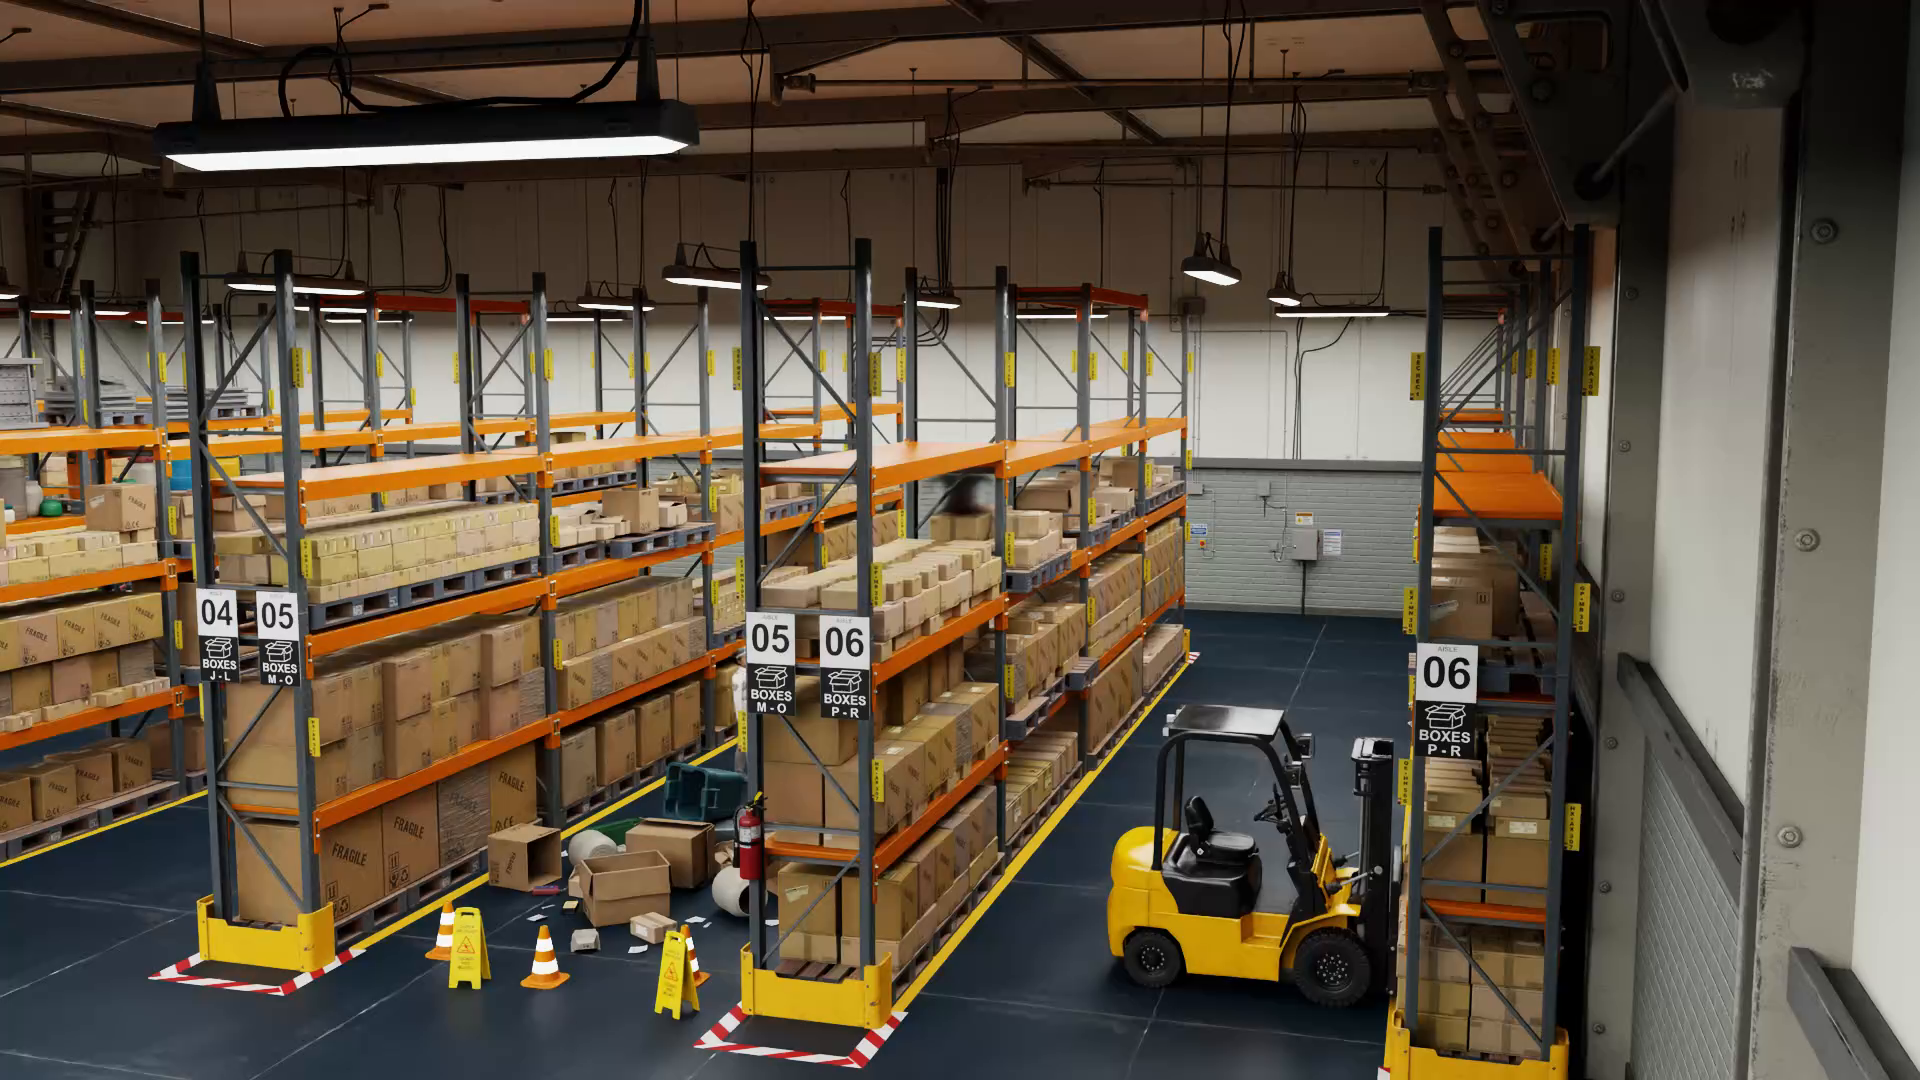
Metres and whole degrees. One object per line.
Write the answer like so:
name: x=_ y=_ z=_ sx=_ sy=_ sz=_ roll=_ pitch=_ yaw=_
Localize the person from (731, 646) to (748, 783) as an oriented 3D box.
person: x=-2.479 y=2.105 z=19.956 sx=0.569 sy=1.691 sz=0.541 roll=1 pitch=6 yaw=5
